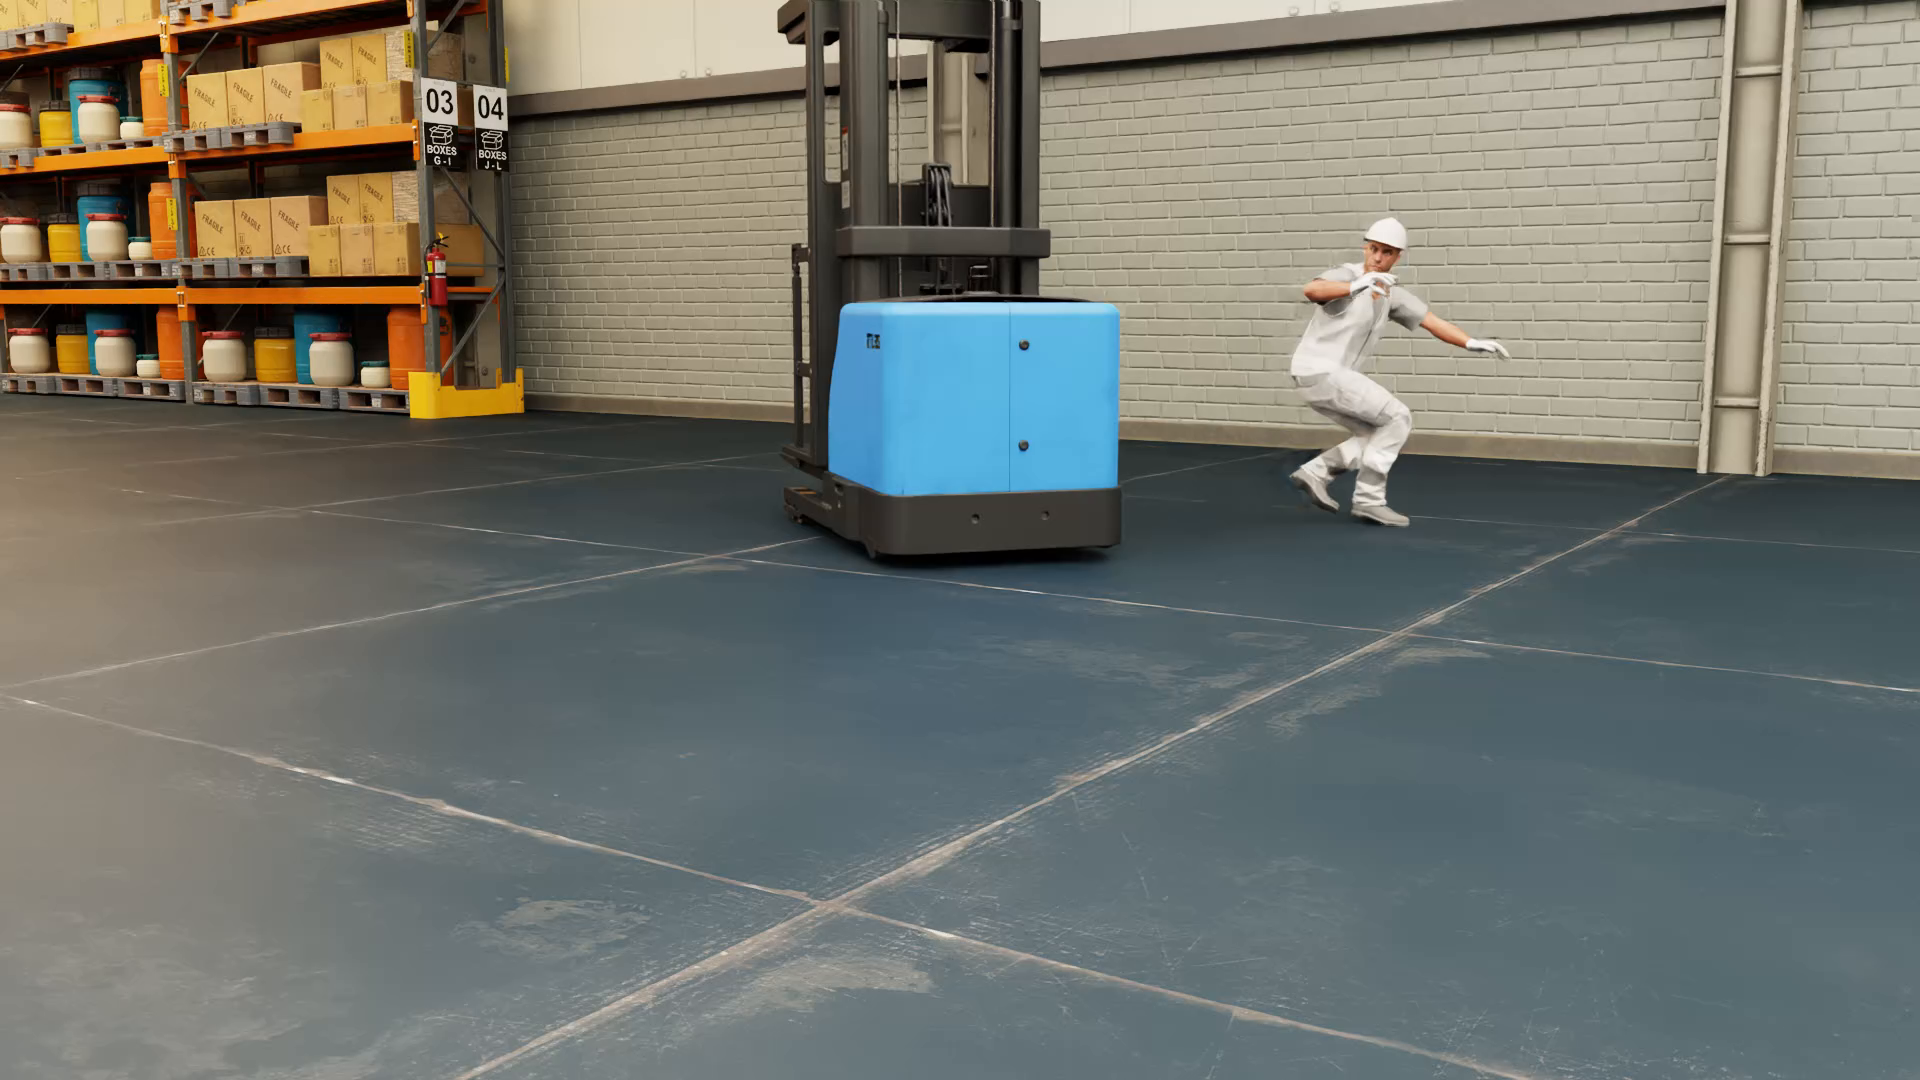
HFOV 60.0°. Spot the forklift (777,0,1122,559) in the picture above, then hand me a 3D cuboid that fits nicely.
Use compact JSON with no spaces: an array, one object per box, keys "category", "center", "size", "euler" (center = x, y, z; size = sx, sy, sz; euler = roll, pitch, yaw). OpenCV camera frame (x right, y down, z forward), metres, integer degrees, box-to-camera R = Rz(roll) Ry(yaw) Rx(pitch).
[{"category":"forklift","center":[-0.250,-1.541,8.029],"size":[1.130,2.935,3.031],"euler":[-3,8,-17]}]

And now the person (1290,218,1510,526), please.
[{"category":"person","center":[2.109,-0.818,8.095],"size":[1.021,1.483,0.788],"euler":[4,9,25]}]
